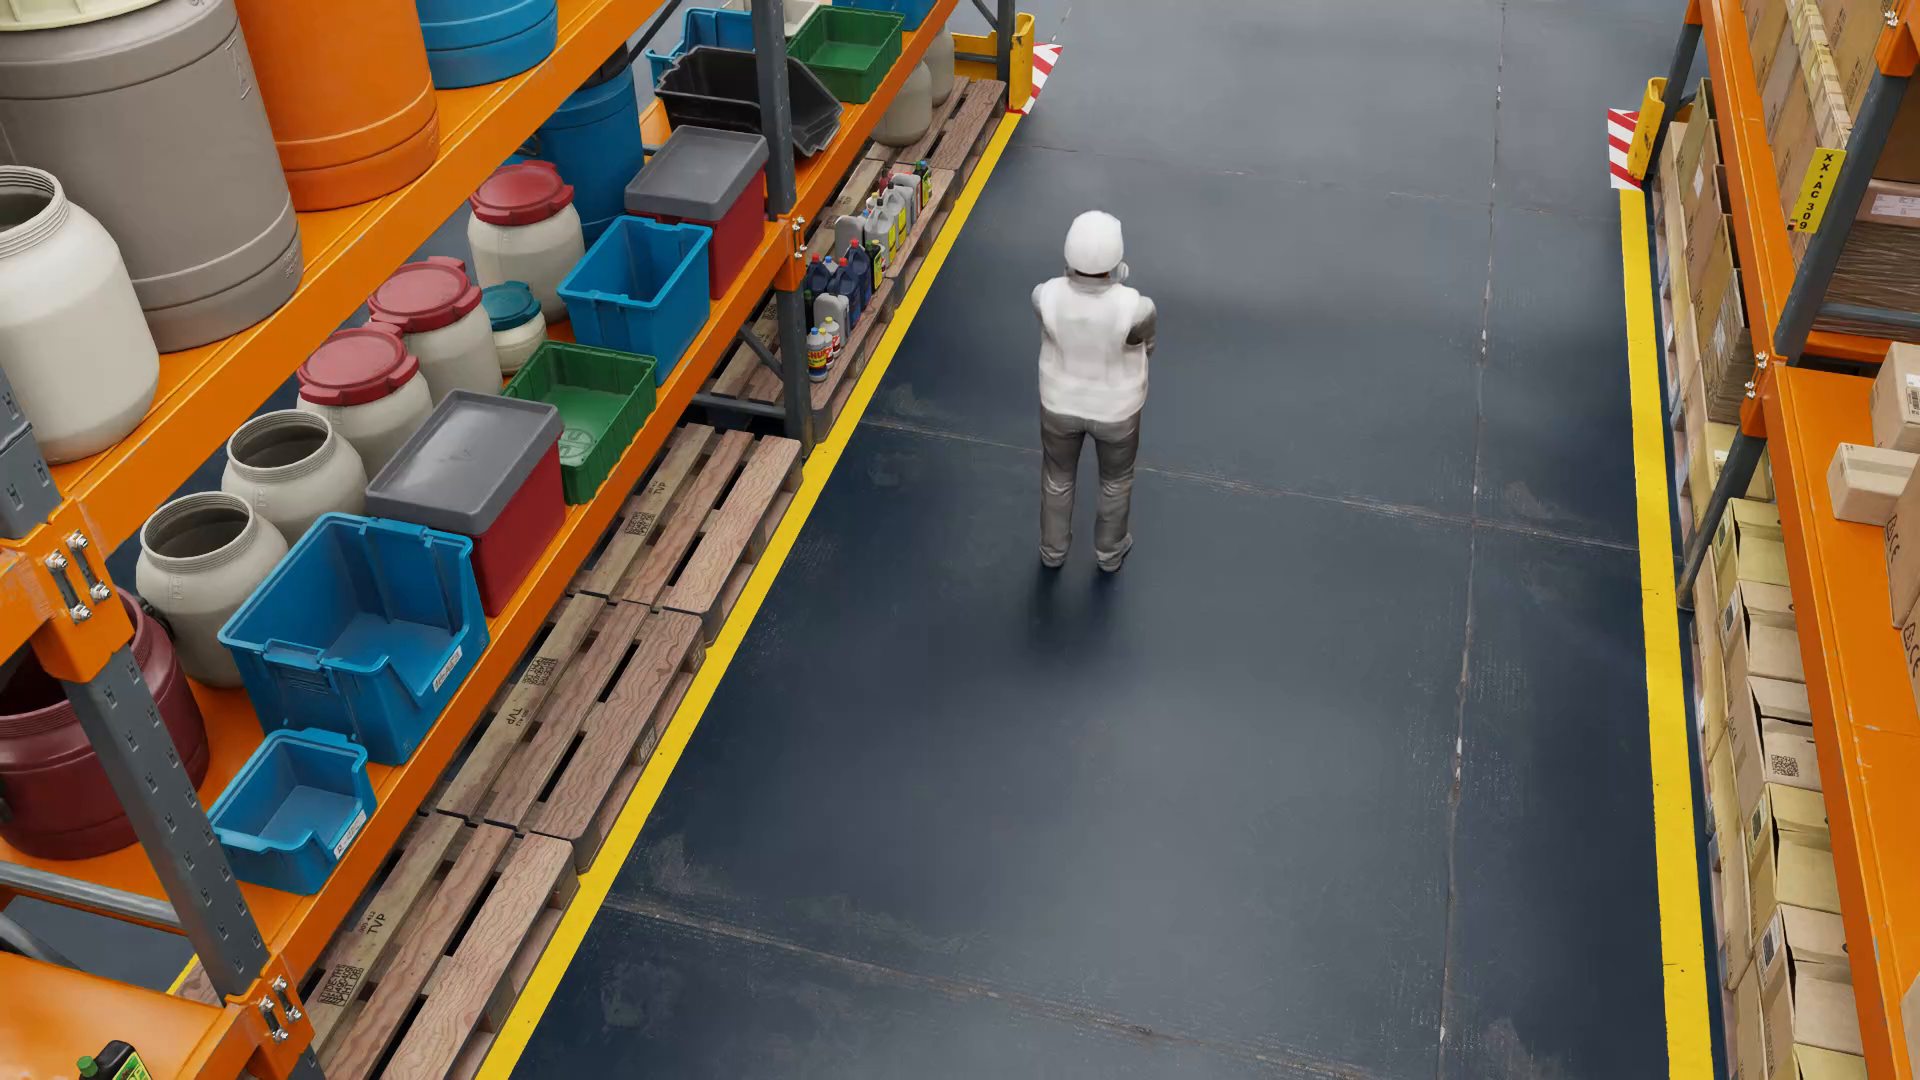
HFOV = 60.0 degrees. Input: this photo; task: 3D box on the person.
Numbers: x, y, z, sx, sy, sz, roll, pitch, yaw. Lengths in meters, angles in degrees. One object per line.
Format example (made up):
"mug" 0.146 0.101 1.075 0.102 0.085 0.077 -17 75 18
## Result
"person" 0.561 -0.625 6.859 0.555 1.777 0.488 10 42 11
